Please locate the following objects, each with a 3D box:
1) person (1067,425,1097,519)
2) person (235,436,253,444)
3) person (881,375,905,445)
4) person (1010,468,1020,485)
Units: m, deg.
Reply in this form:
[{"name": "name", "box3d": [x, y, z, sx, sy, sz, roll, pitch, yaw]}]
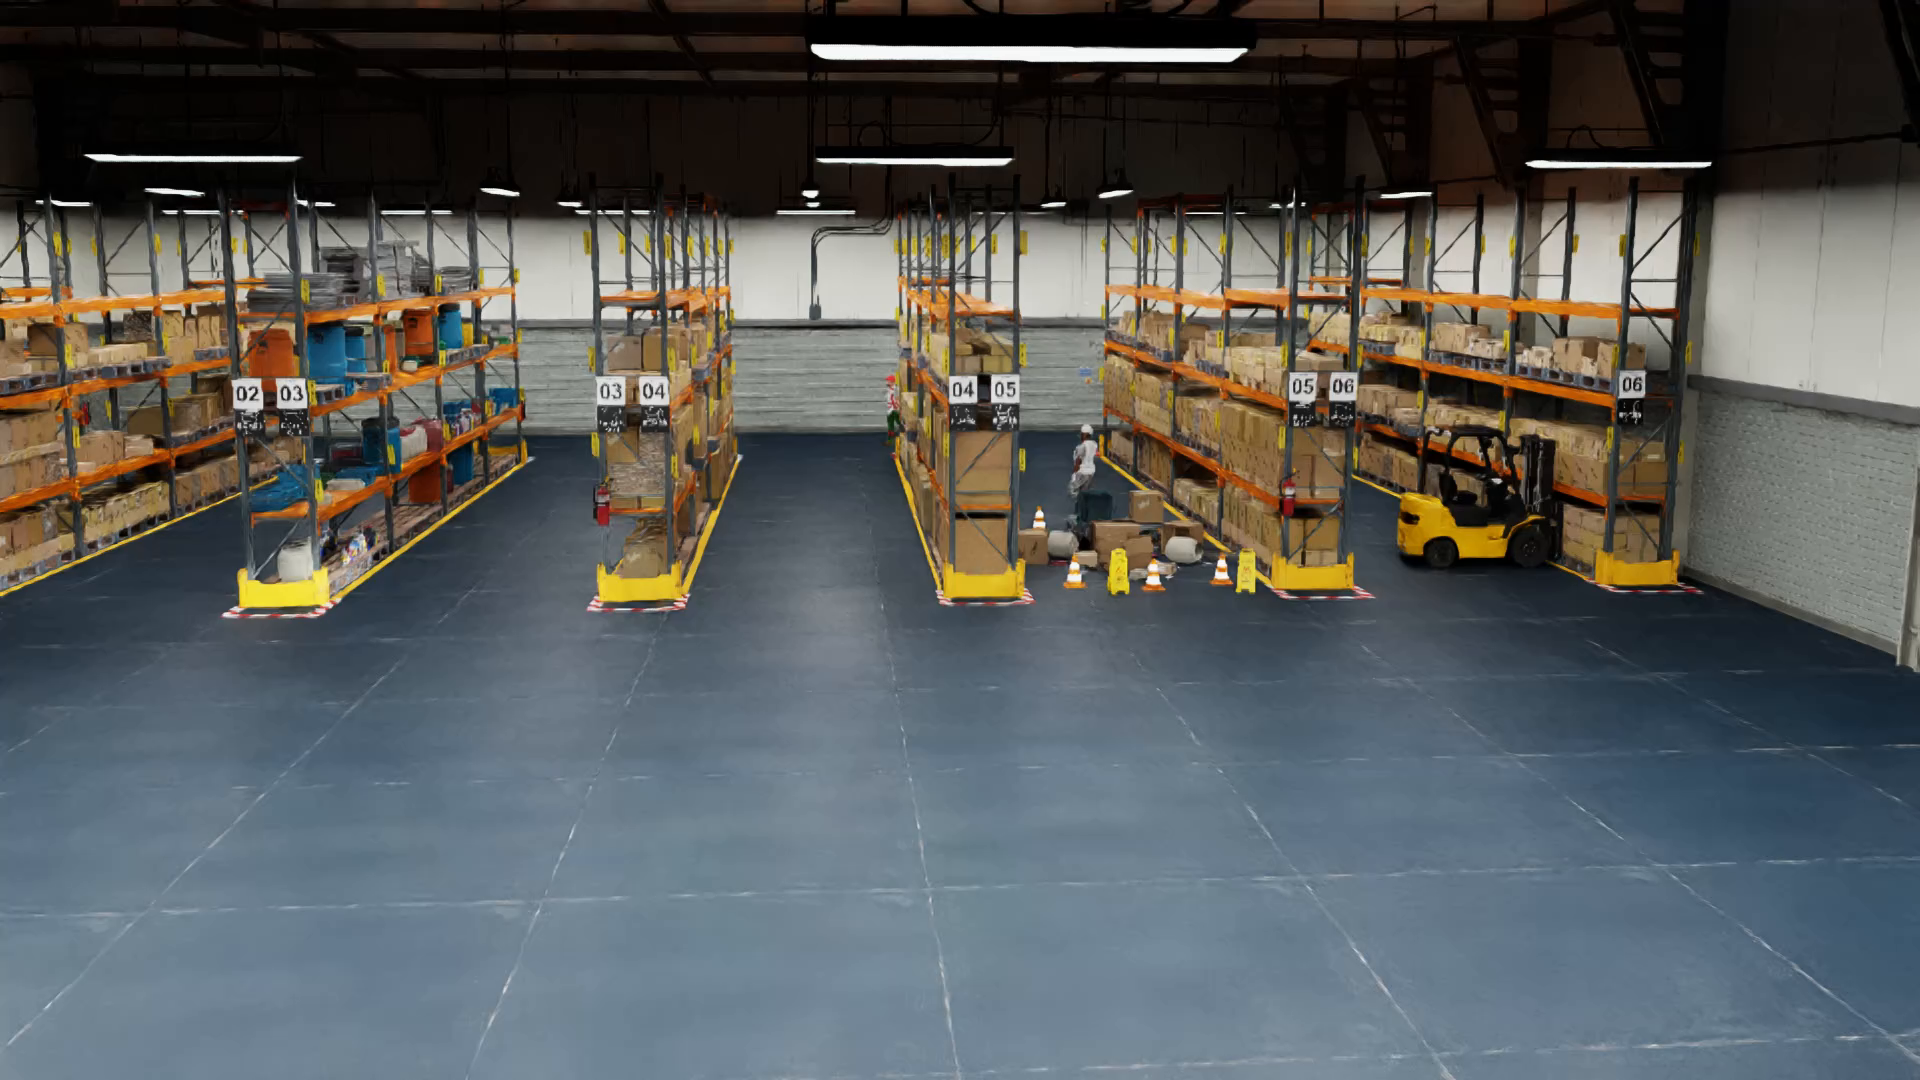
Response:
[{"name": "person", "box3d": [2.209, -1.211, 30.155, 0.575, 1.778, 0.665, 5, 11, 24]}, {"name": "person", "box3d": [-17.029, -2.819, 39.548, 0.476, 1.771, 0.651, 4, 11, 19]}, {"name": "person", "box3d": [-1.667, -3.325, 42.455, 0.712, 1.786, 0.551, -7, 12, -34]}, {"name": "person", "box3d": [1.093, -1.973, 35.202, 0.399, 1.602, 0.469, -7, 12, -36]}]
